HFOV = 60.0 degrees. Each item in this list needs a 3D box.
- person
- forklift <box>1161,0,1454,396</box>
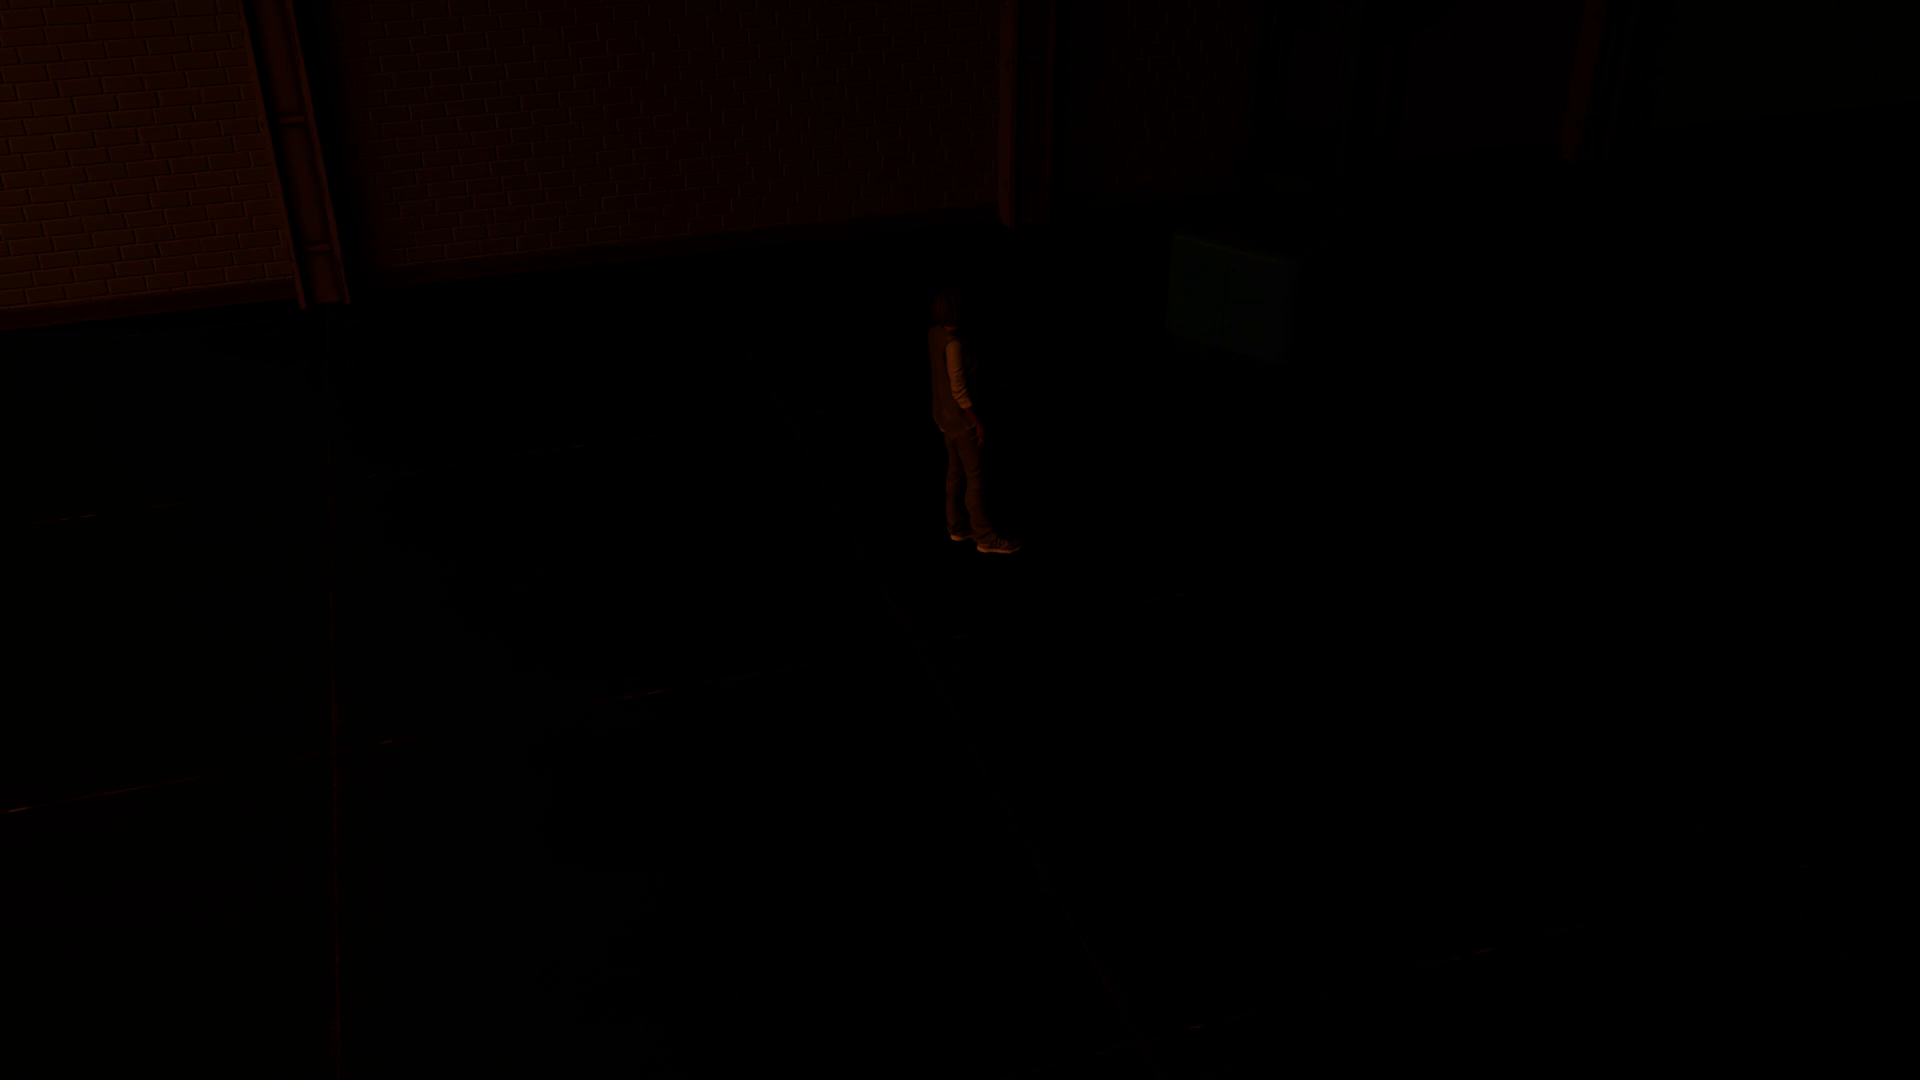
[{"bbox_3d":[0.075,-0.704,9.634,0.473,1.599,0.521,-10,31,-16],"label":"person"},{"bbox_3d":[2.785,-2.942,12.200,1.130,2.935,3.031,22,36,33],"label":"forklift"}]
